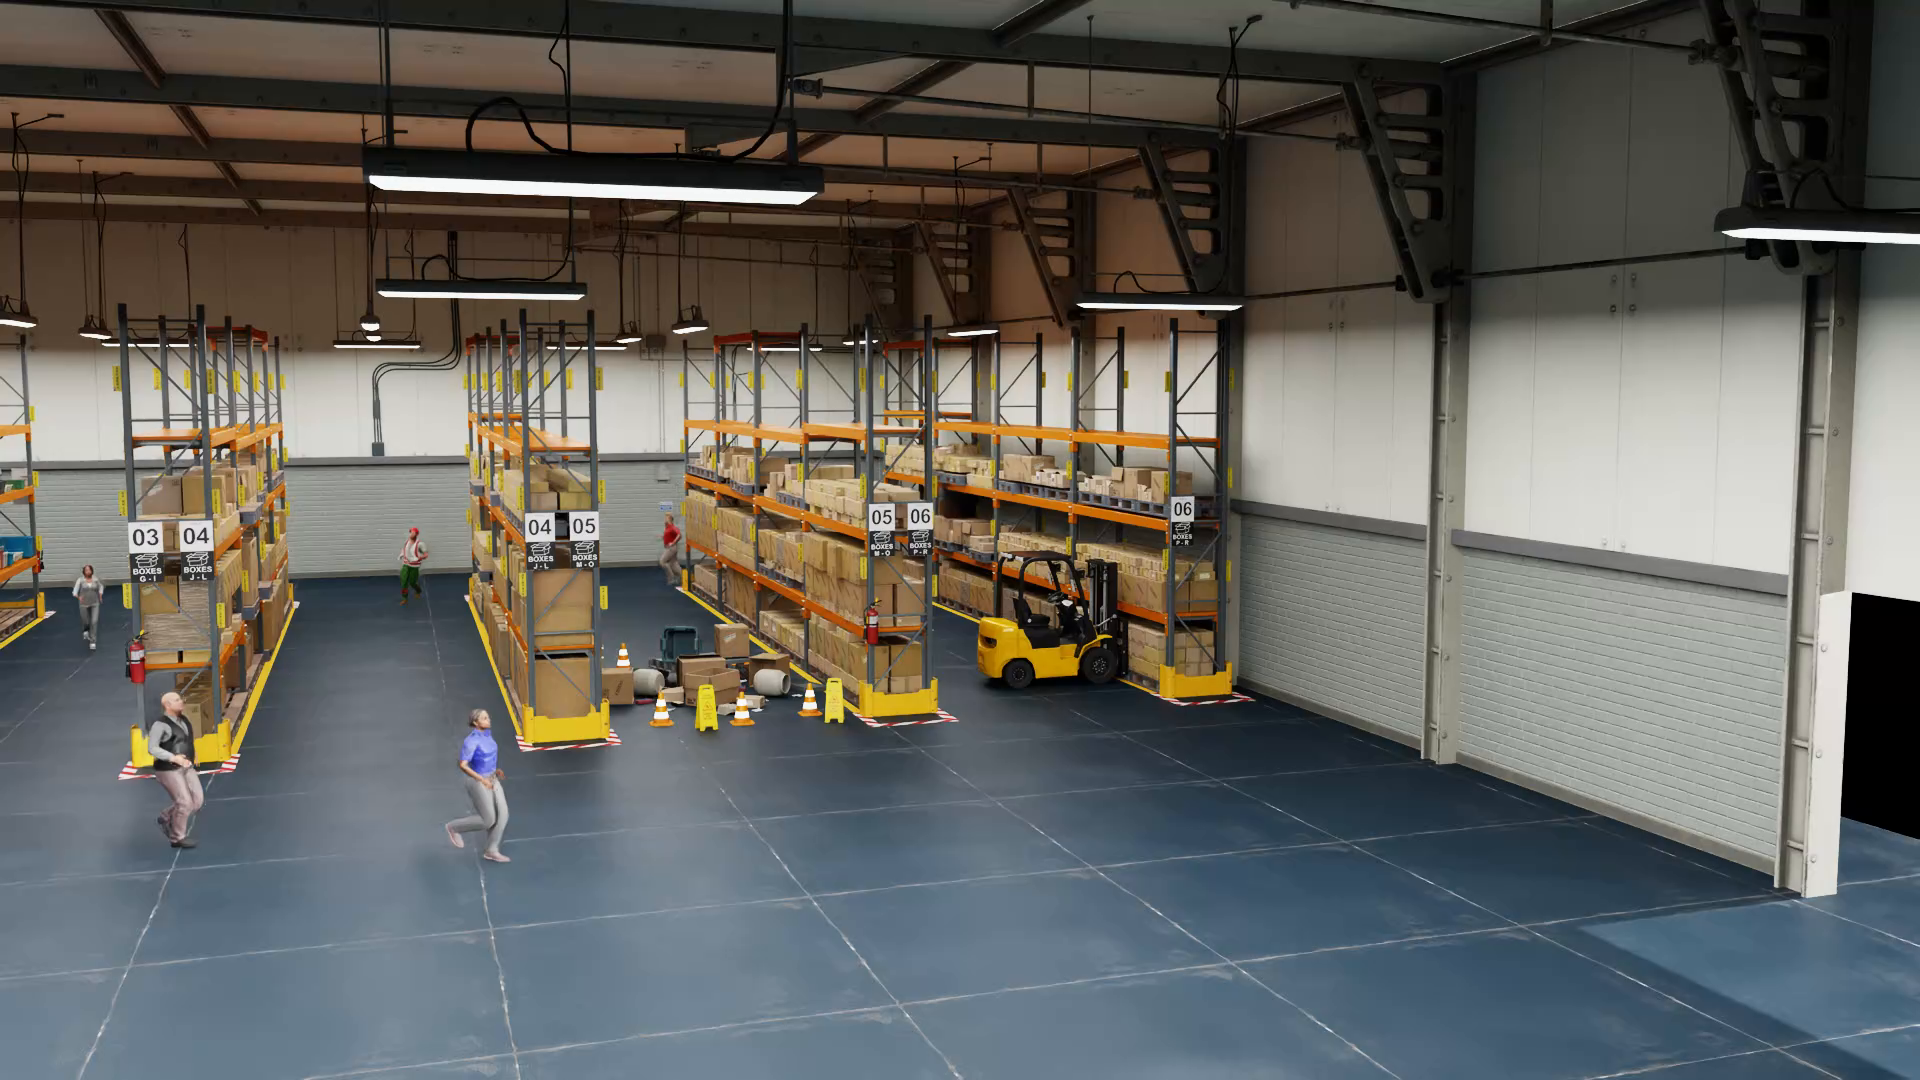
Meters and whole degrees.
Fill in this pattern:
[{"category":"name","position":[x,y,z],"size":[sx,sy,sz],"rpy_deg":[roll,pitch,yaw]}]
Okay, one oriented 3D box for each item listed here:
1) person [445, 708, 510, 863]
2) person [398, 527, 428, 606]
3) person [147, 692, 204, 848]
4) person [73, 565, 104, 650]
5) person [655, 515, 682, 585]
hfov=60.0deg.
[{"category":"person","position":[-5.044,2.570,17.426],"size":[0.668,1.614,0.584],"rpy_deg":[1,6,11]},{"category":"person","position":[-12.331,0.582,37.608],"size":[0.704,1.753,0.827],"rpy_deg":[1,6,14]},{"category":"person","position":[-8.444,2.471,17.912],"size":[0.587,1.681,0.680],"rpy_deg":[1,5,9]},{"category":"person","position":[-16.424,1.258,31.367],"size":[0.540,1.573,0.819],"rpy_deg":[-4,6,-33]},{"category":"person","position":[-7.171,0.273,41.141],"size":[0.733,1.775,0.659],"rpy_deg":[-1,6,-11]}]
